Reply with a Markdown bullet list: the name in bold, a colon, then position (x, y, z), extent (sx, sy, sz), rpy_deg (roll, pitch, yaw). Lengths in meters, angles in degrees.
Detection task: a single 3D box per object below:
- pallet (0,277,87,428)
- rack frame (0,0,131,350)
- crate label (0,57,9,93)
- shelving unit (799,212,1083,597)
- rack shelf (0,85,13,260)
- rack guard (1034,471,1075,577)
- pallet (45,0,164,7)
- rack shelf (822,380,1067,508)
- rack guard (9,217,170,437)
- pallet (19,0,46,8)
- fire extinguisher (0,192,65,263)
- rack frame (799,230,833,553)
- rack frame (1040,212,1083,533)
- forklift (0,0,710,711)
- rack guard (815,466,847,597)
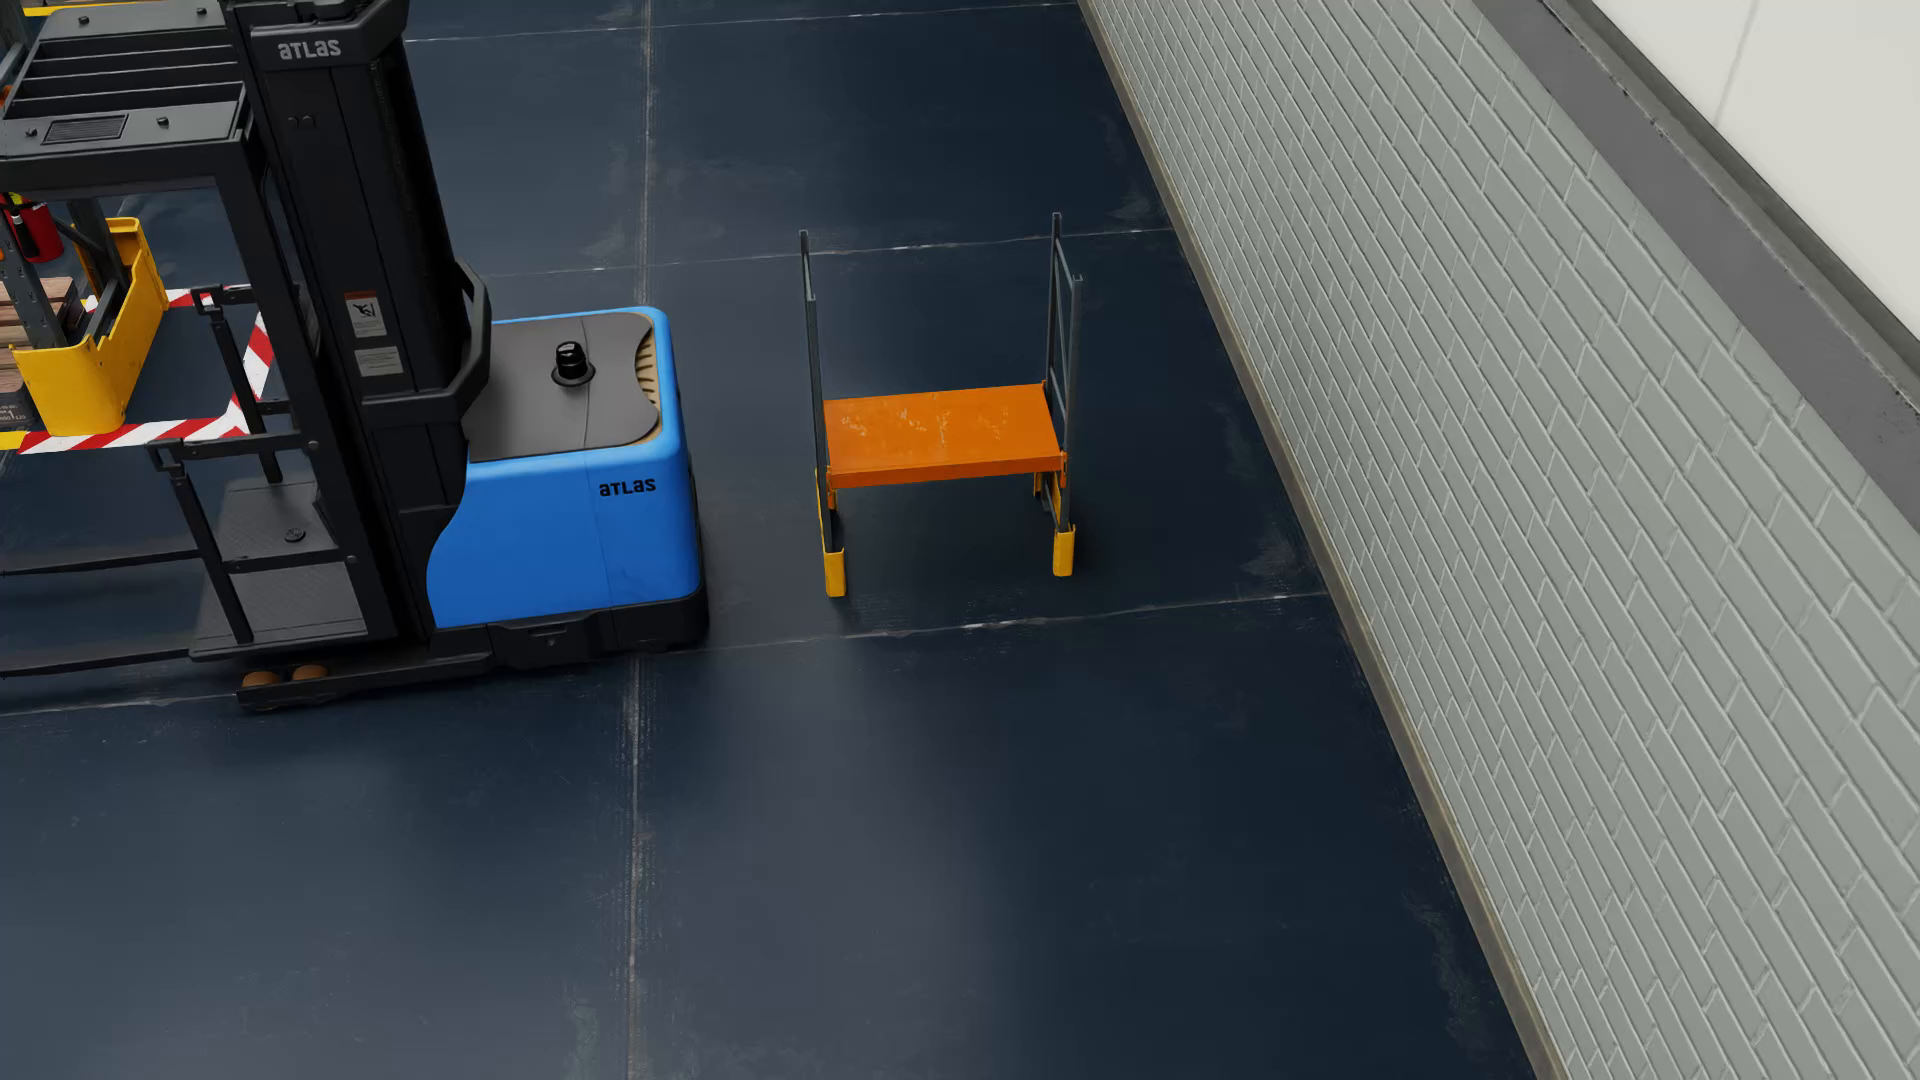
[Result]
- **pallet**: position (-5.156, -0.915, 8.322), extent (1.213, 0.211, 1.003), rpy_deg (-5, 42, -6)
- **rack frame**: position (-4.333, -1.996, 7.439), extent (0.127, 3.000, 1.000), rpy_deg (-5, 42, -6)
- **crate label**: position (-4.620, -2.154, 7.693), extent (0.303, 0.233, 0.416), rpy_deg (-5, 42, -6)
- **shelving unit**: position (-0.076, -0.550, 6.955), extent (1.083, 1.500, 0.587), rpy_deg (-5, 42, -6)
- **rack shelf**: position (-6.316, -1.556, 7.487), extent (4.000, 0.370, 1.077), rpy_deg (-5, 42, -6)
- **rack guard**: position (0.418, -0.129, 7.422), extent (0.087, 0.250, 0.587), rpy_deg (-5, 42, -6)
- **pallet**: position (-5.837, -4.174, 11.936), extent (1.213, 0.211, 1.003), rpy_deg (-5, 42, -6)
- **rack shelf**: position (-0.085, -0.416, 7.075), extent (1.000, 0.185, 0.538), rpy_deg (-5, 42, -6)
- **rack guard**: position (-4.311, -1.079, 8.288), extent (0.348, 0.500, 1.175), rpy_deg (-5, 42, -6)
- **pallet**: position (-7.044, -4.071, 11.821), extent (1.213, 0.211, 1.003), rpy_deg (-5, 42, -6)
- **fire extinguisher**: position (-4.124, -1.540, 7.270), extent (0.183, 0.674, 0.296), rpy_deg (-5, 42, -6)
- **rack frame**: position (-0.589, -0.505, 6.906), extent (0.032, 1.500, 0.500), rpy_deg (-5, 42, -6)
- **rack frame**: position (0.419, -0.594, 7.004), extent (0.032, 1.500, 0.500), rpy_deg (-5, 42, -6)
- **forklift**: position (-2.617, -0.786, 6.148), extent (3.031, 2.935, 1.130), rpy_deg (-7, 43, -8)
- **rack guard**: position (-0.569, -0.043, 7.326), extent (0.087, 0.250, 0.587), rpy_deg (-5, 42, -6)
